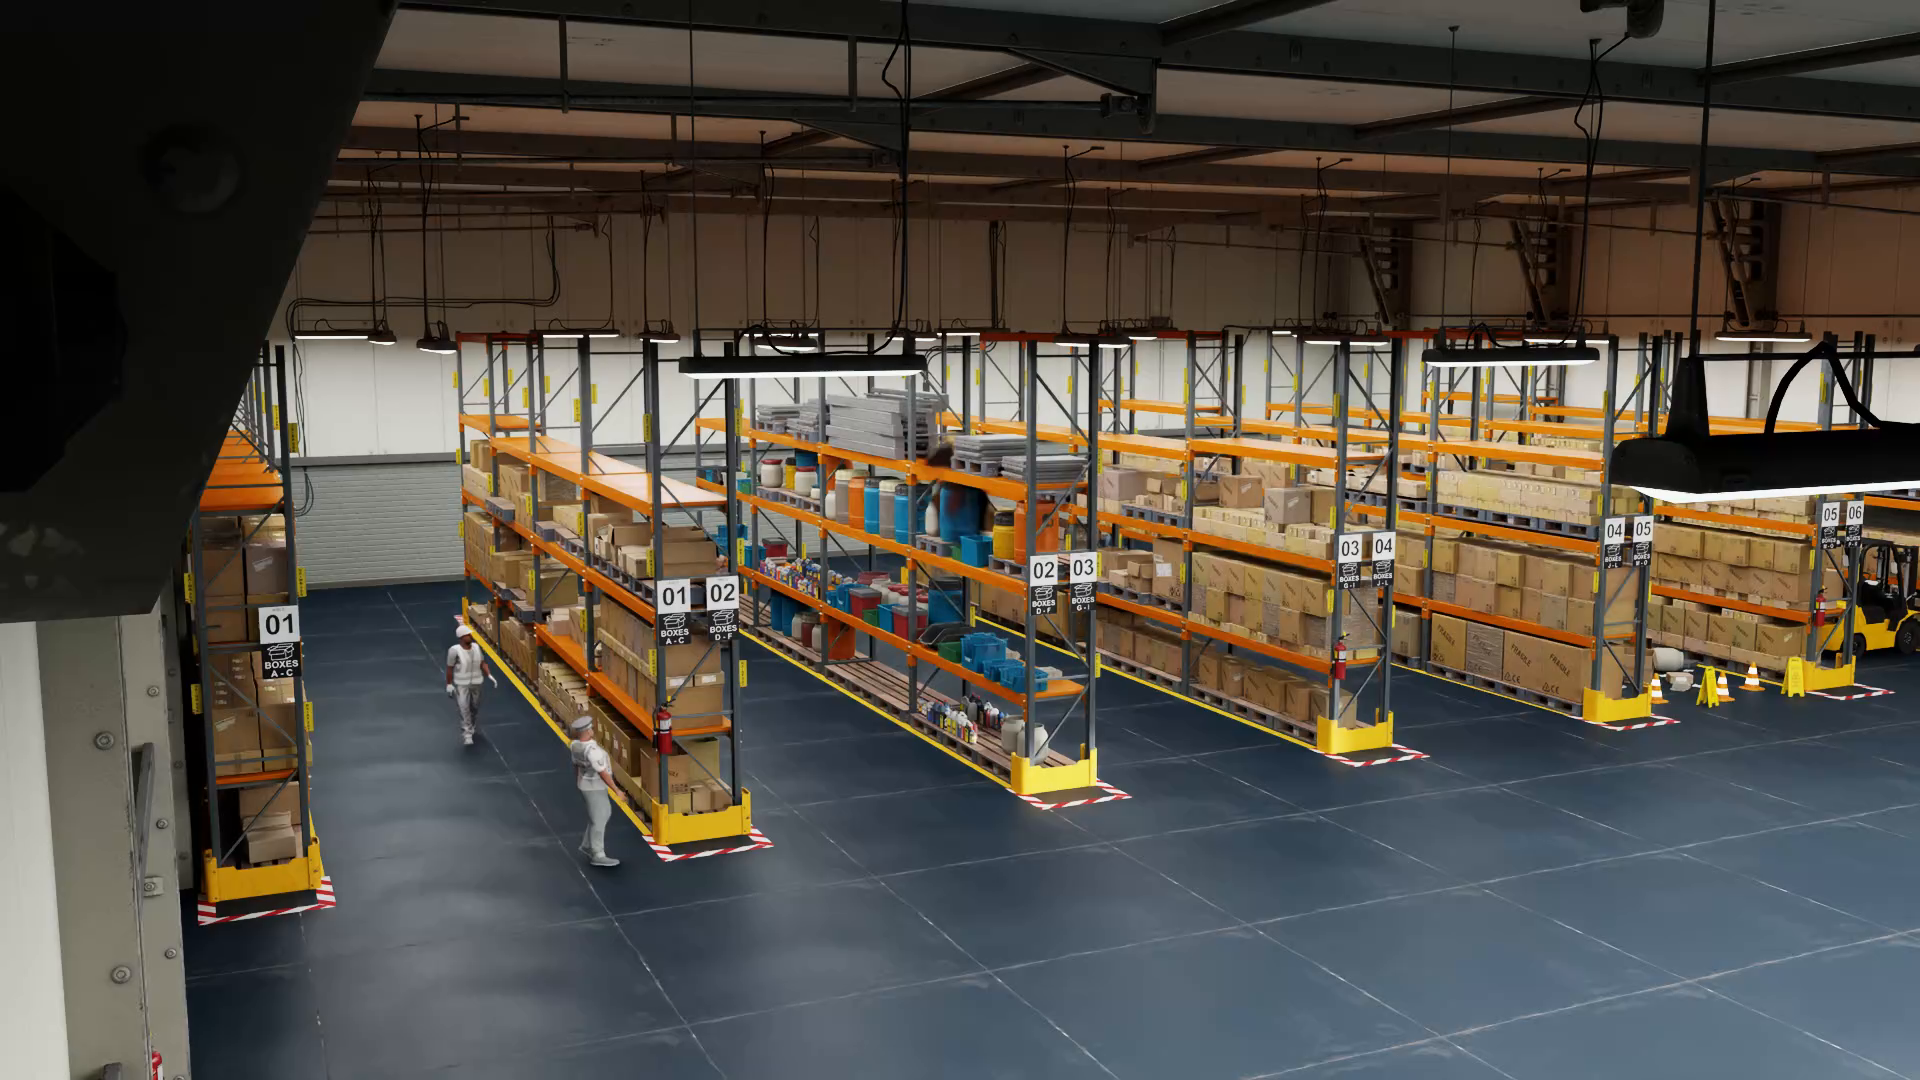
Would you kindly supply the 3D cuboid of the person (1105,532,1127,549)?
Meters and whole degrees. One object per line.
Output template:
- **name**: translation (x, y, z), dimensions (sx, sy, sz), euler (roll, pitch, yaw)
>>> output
- **person**: translation (3.964, -0.208, 42.128), dimensions (0.912, 1.731, 0.619), euler (-5, 9, -35)

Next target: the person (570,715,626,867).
- **person**: translation (-4.191, 2.898, 19.237), dimensions (0.587, 1.794, 0.639), euler (-3, 8, -19)

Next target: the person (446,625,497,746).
- **person**: translation (-7.262, 2.130, 24.724), dimensions (0.718, 1.729, 1.047), euler (-4, 9, -26)

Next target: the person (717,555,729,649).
- **person**: translation (-4.570, 1.172, 31.689), dimensions (0.601, 1.789, 0.483), euler (7, 10, 42)
